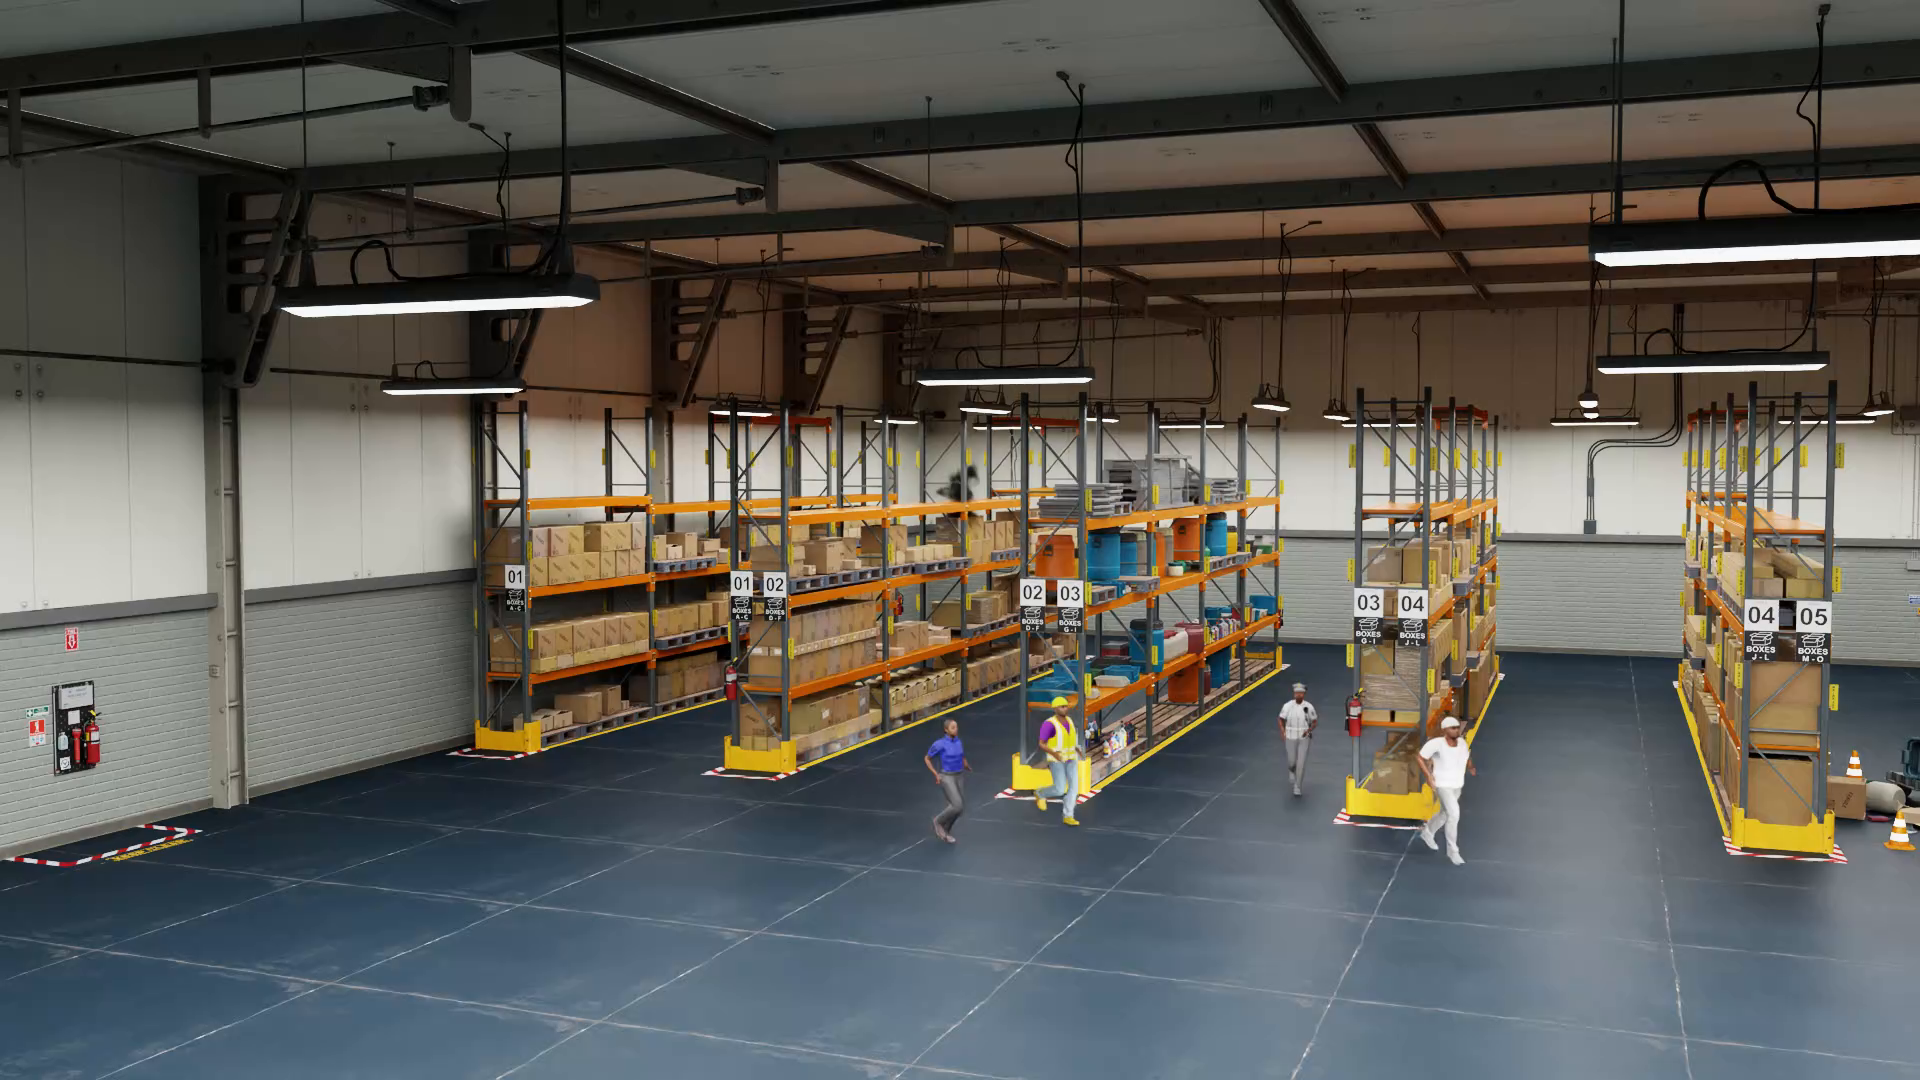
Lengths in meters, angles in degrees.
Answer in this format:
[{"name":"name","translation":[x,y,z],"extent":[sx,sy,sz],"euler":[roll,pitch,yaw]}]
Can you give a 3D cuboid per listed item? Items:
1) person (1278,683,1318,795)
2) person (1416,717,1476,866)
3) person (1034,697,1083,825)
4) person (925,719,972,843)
[{"name":"person","translation":[5.066,2.961,24.931],"extent":[0.591,1.654,0.575],"euler":[0,3,10]},{"name":"person","translation":[6.098,3.095,20.850],"extent":[0.691,1.802,0.853],"euler":[-2,3,-30]},{"name":"person","translation":[1.377,3.022,22.899],"extent":[0.709,1.737,0.802],"euler":[-2,4,-39]},{"name":"person","translation":[-0.087,3.136,21.584],"extent":[0.576,1.615,0.560],"euler":[3,4,43]}]
